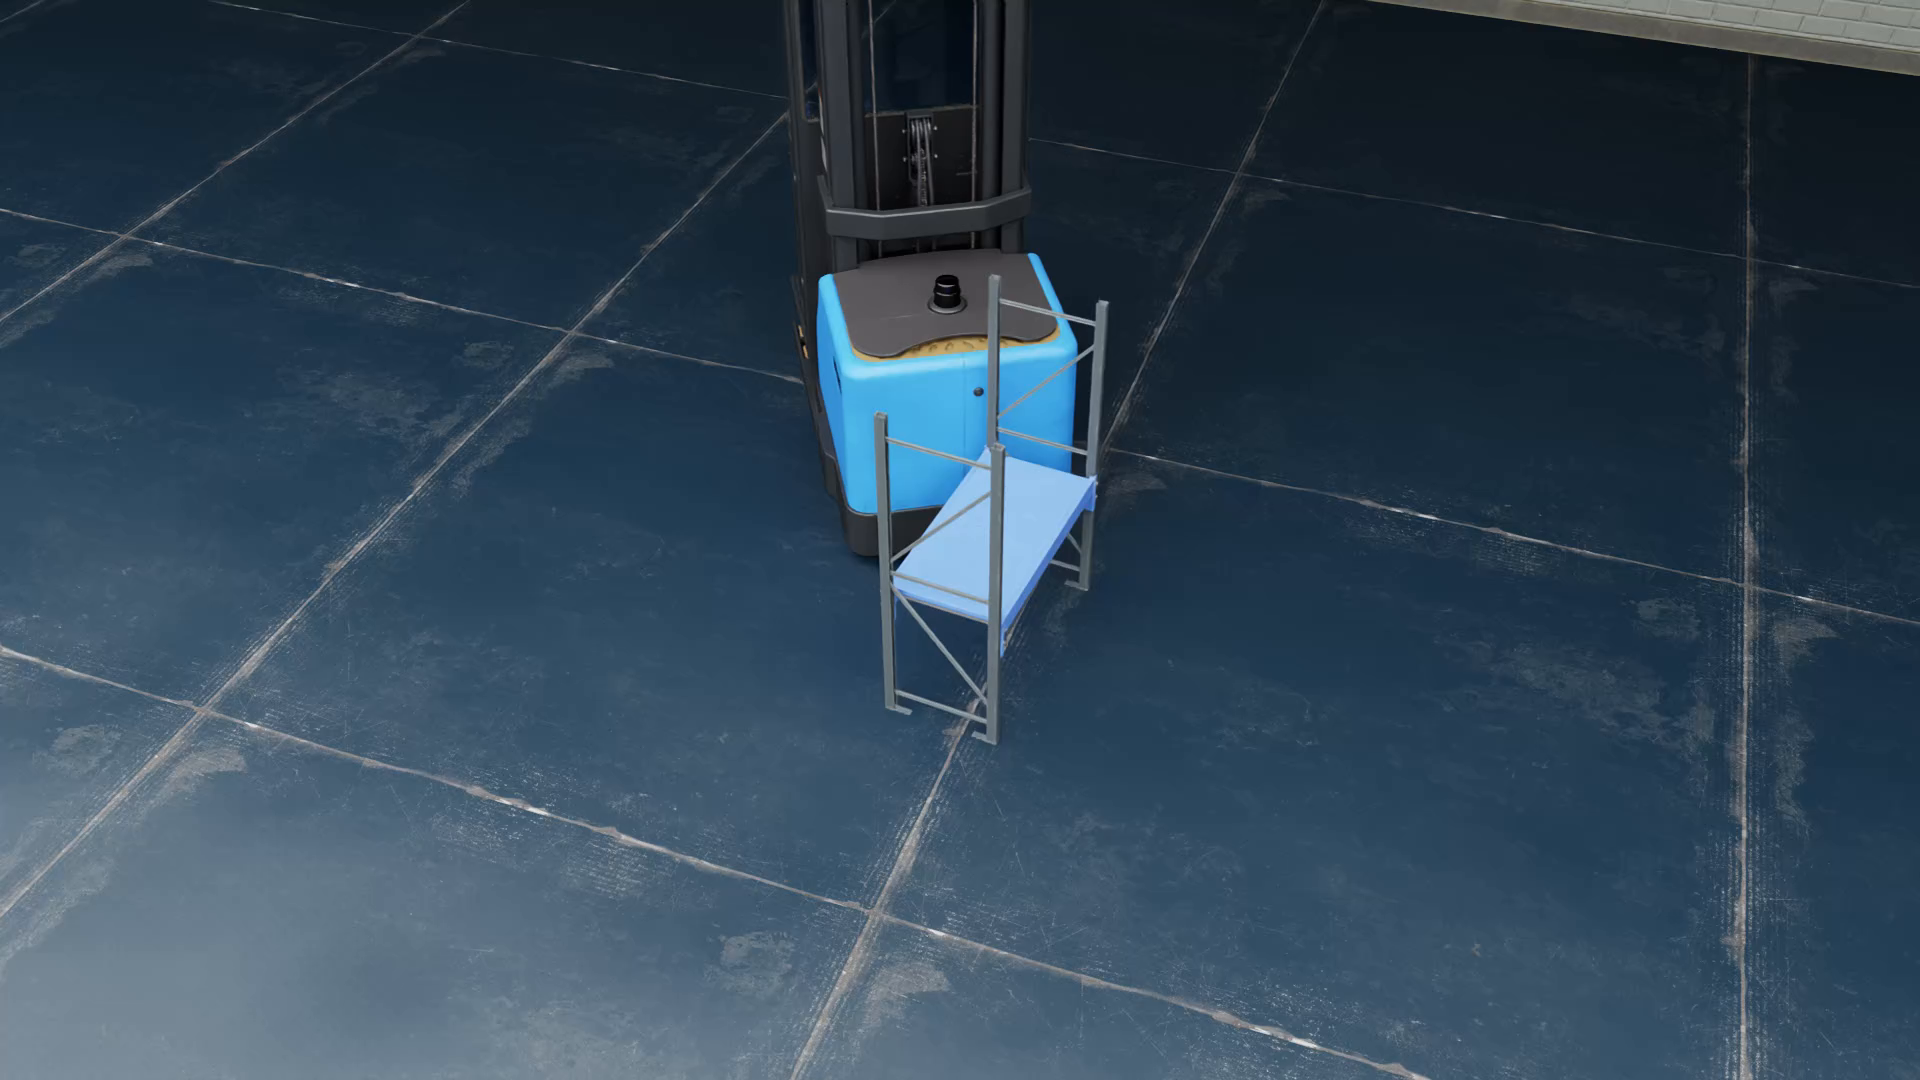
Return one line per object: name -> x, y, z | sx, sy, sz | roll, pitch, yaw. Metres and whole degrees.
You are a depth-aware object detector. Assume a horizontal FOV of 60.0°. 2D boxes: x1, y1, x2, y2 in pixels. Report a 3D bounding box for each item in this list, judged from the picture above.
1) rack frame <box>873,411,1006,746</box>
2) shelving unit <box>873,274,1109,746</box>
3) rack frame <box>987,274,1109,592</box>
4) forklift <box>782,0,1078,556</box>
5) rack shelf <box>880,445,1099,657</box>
rack frame -> -0.075, 0.185, 6.331 | 0.500, 1.500, 0.032 | 17, 43, 18
shelving unit -> 0.137, -0.115, 6.682 | 0.538, 1.500, 1.048 | 17, 43, 18
rack frame -> 0.348, -0.415, 7.034 | 0.500, 1.500, 0.032 | 17, 43, 18
forklift -> -0.273, -2.004, 7.795 | 1.130, 2.935, 3.031 | -7, 41, -9
rack shelf -> 0.137, 0.022, 6.799 | 0.538, 0.185, 1.000 | 17, 43, 18
